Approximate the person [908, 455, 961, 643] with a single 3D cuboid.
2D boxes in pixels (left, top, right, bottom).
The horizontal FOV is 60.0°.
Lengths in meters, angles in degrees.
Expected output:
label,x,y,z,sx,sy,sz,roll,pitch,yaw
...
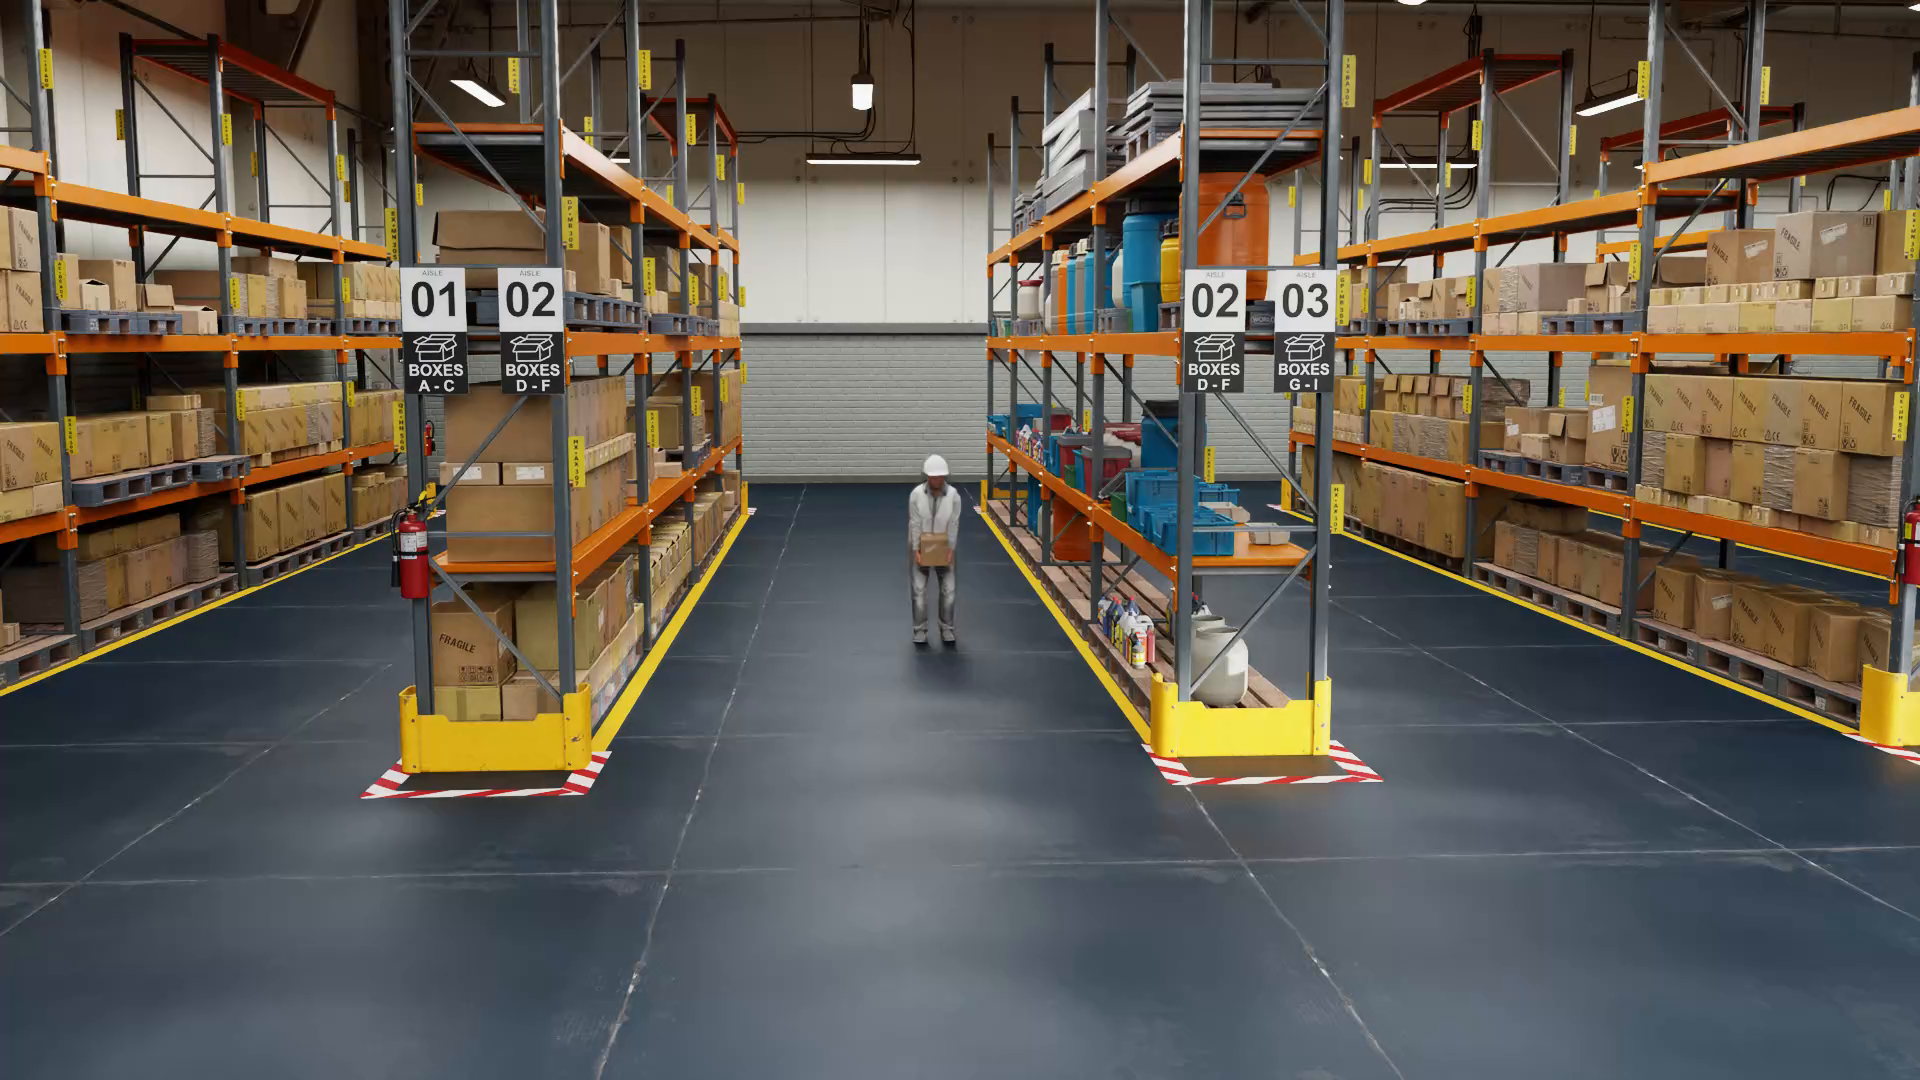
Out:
label,x,y,z,sx,sy,sz,roll,pitch,yaw
person,-0.232,0.079,15.203,0.479,1.724,0.604,-1,7,-5
